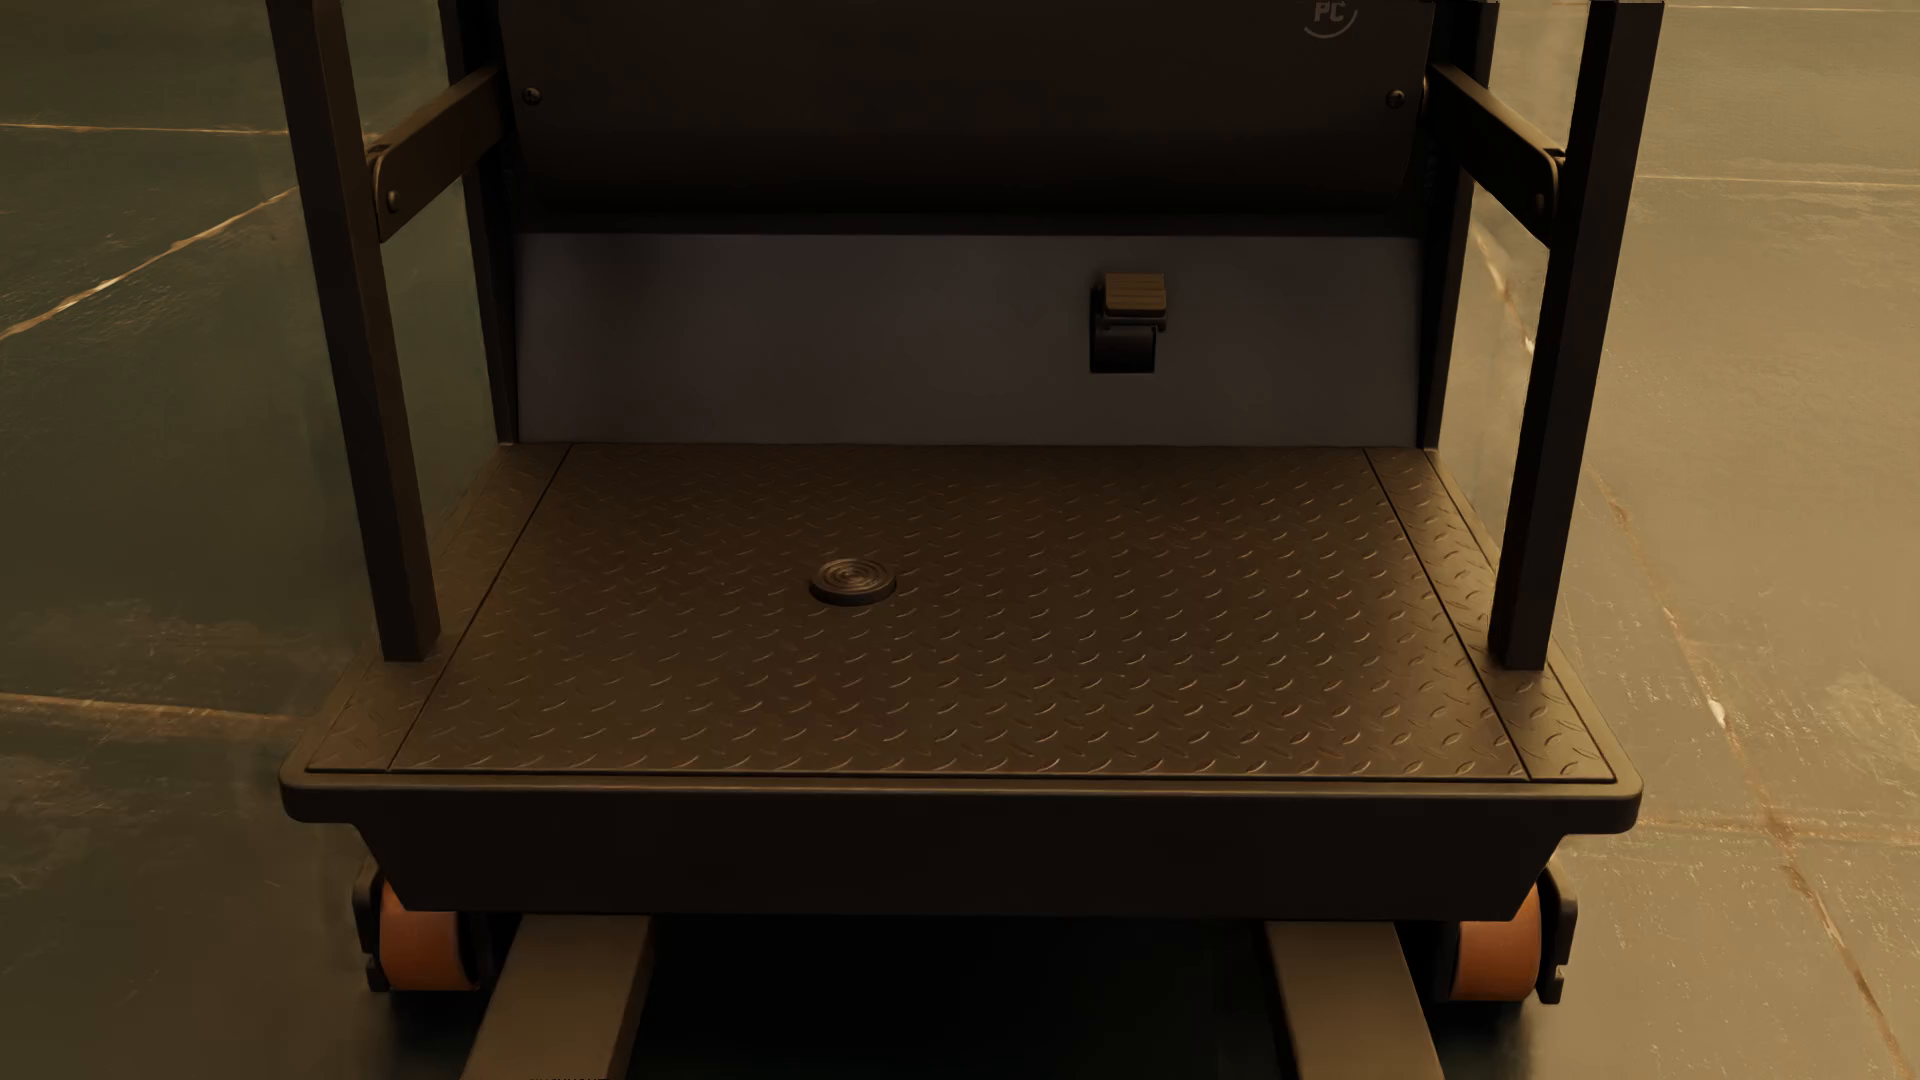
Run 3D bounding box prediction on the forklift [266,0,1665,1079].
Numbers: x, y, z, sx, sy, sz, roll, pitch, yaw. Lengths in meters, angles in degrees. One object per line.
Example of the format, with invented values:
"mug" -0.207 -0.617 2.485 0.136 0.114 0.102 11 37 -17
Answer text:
"forklift" 0.004 -1.007 1.236 1.130 2.935 3.031 0 27 1
